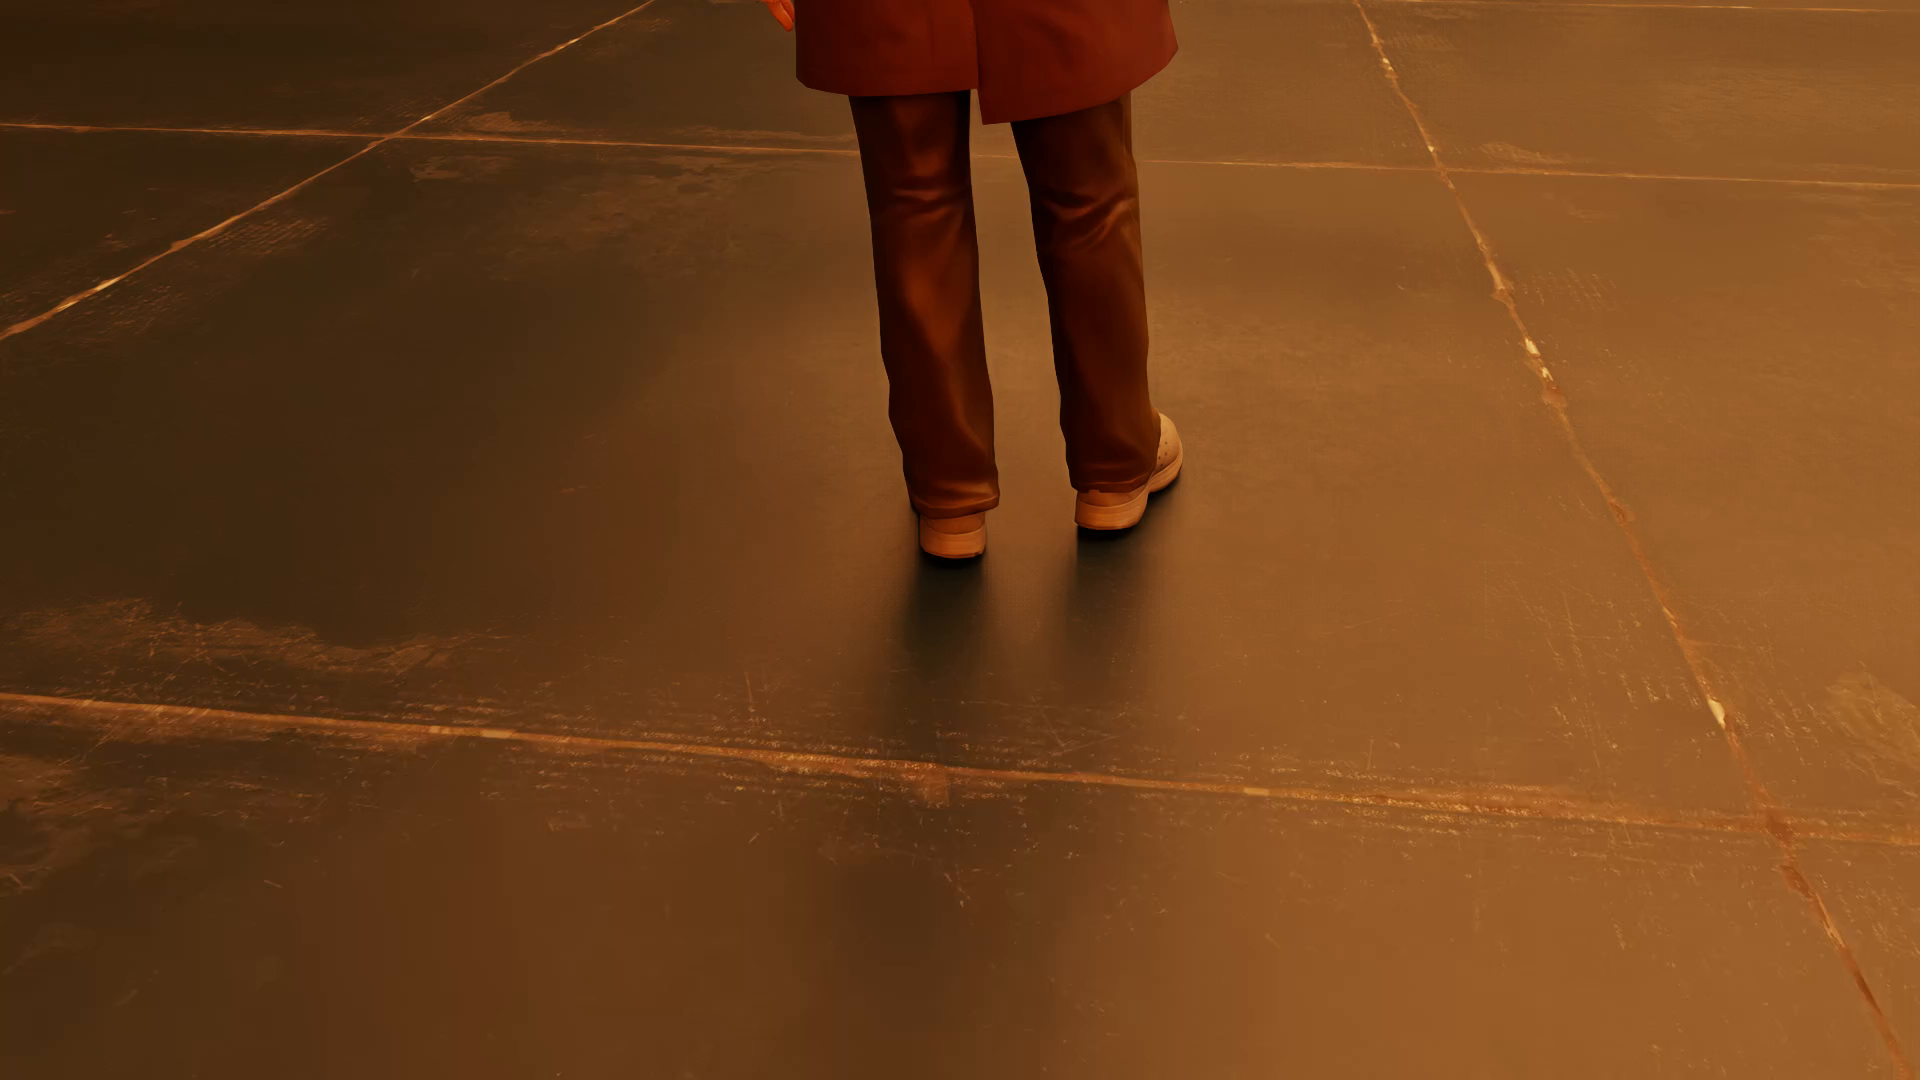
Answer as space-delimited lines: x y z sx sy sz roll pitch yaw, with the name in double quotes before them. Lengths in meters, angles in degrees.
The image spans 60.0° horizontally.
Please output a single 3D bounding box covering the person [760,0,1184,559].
"person" 0.017 -0.842 2.180 0.696 1.776 0.582 3 27 7
